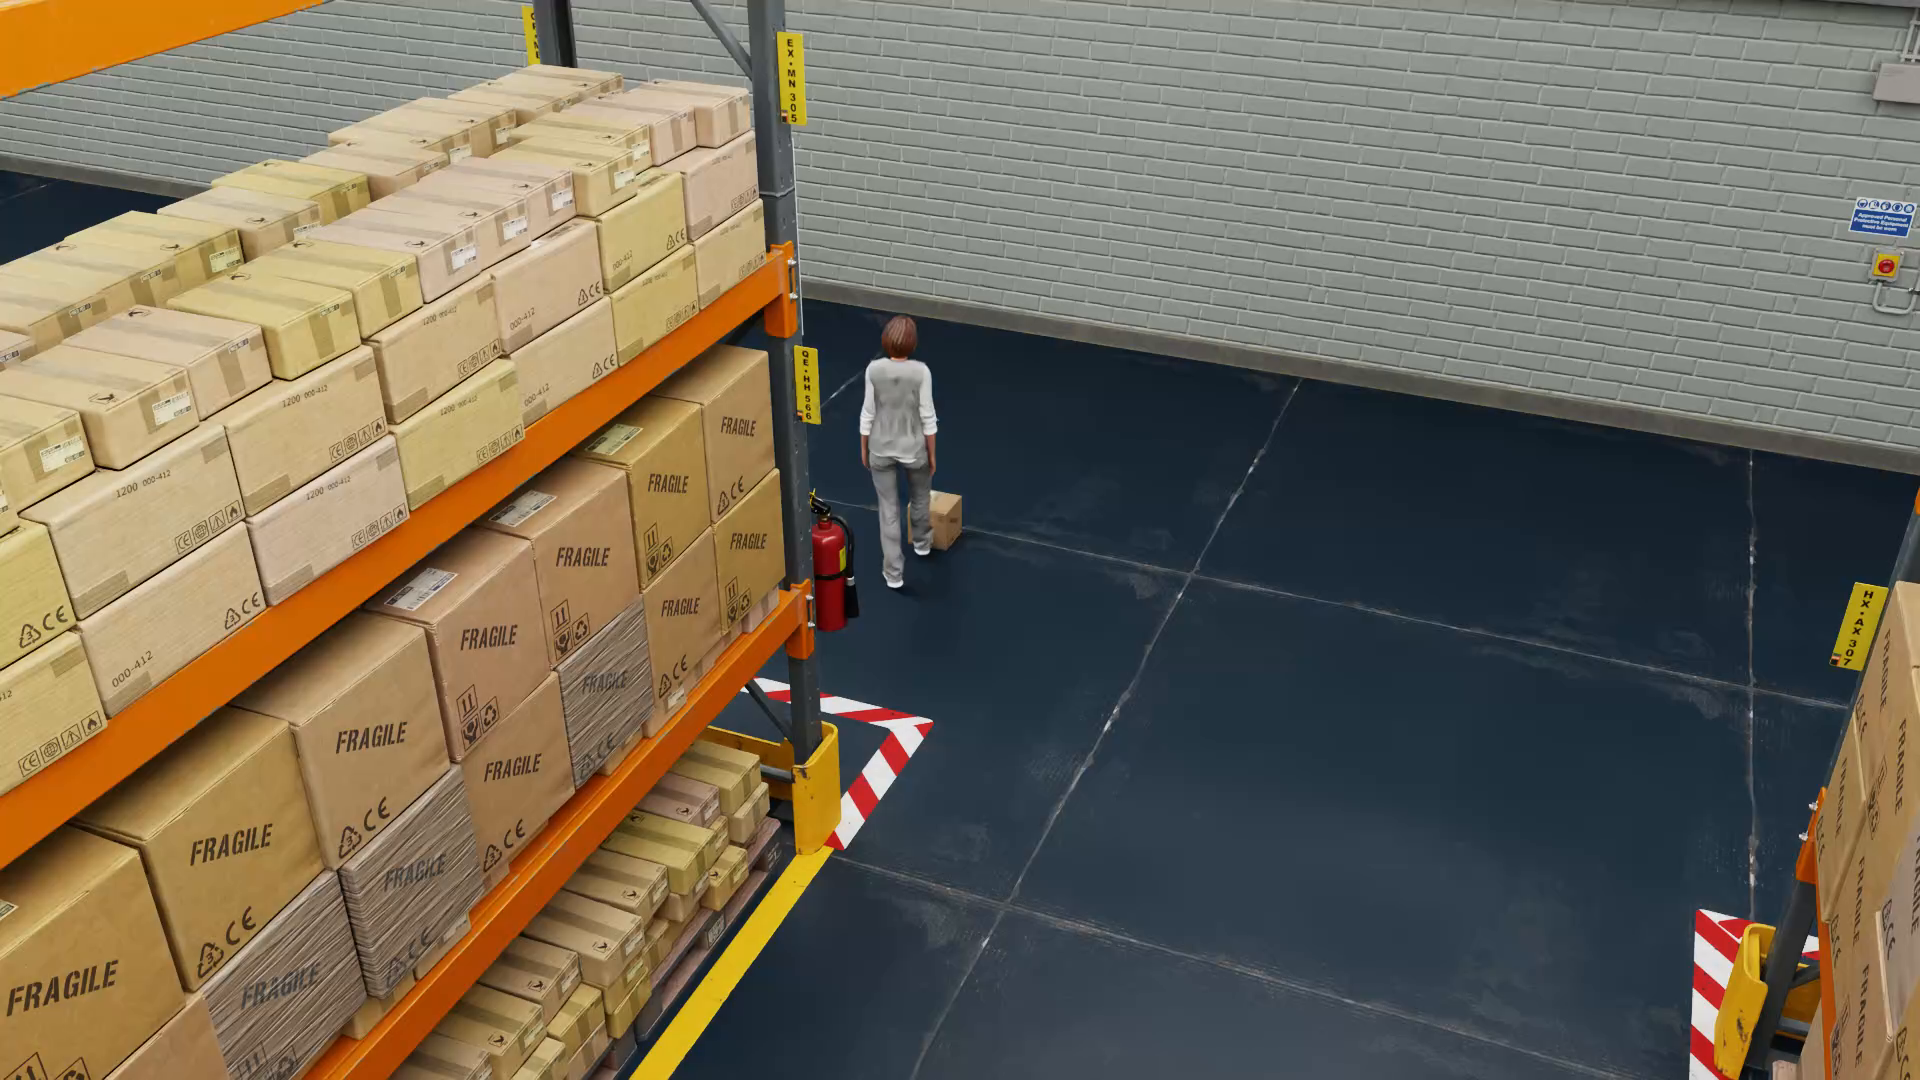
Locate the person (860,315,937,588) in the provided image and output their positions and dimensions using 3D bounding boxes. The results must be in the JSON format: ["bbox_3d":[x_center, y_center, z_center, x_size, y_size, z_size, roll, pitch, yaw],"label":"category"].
[{"bbox_3d":[-0.333,-0.546,9.324,0.429,1.590,0.657,1,30,2],"label":"person"}]
